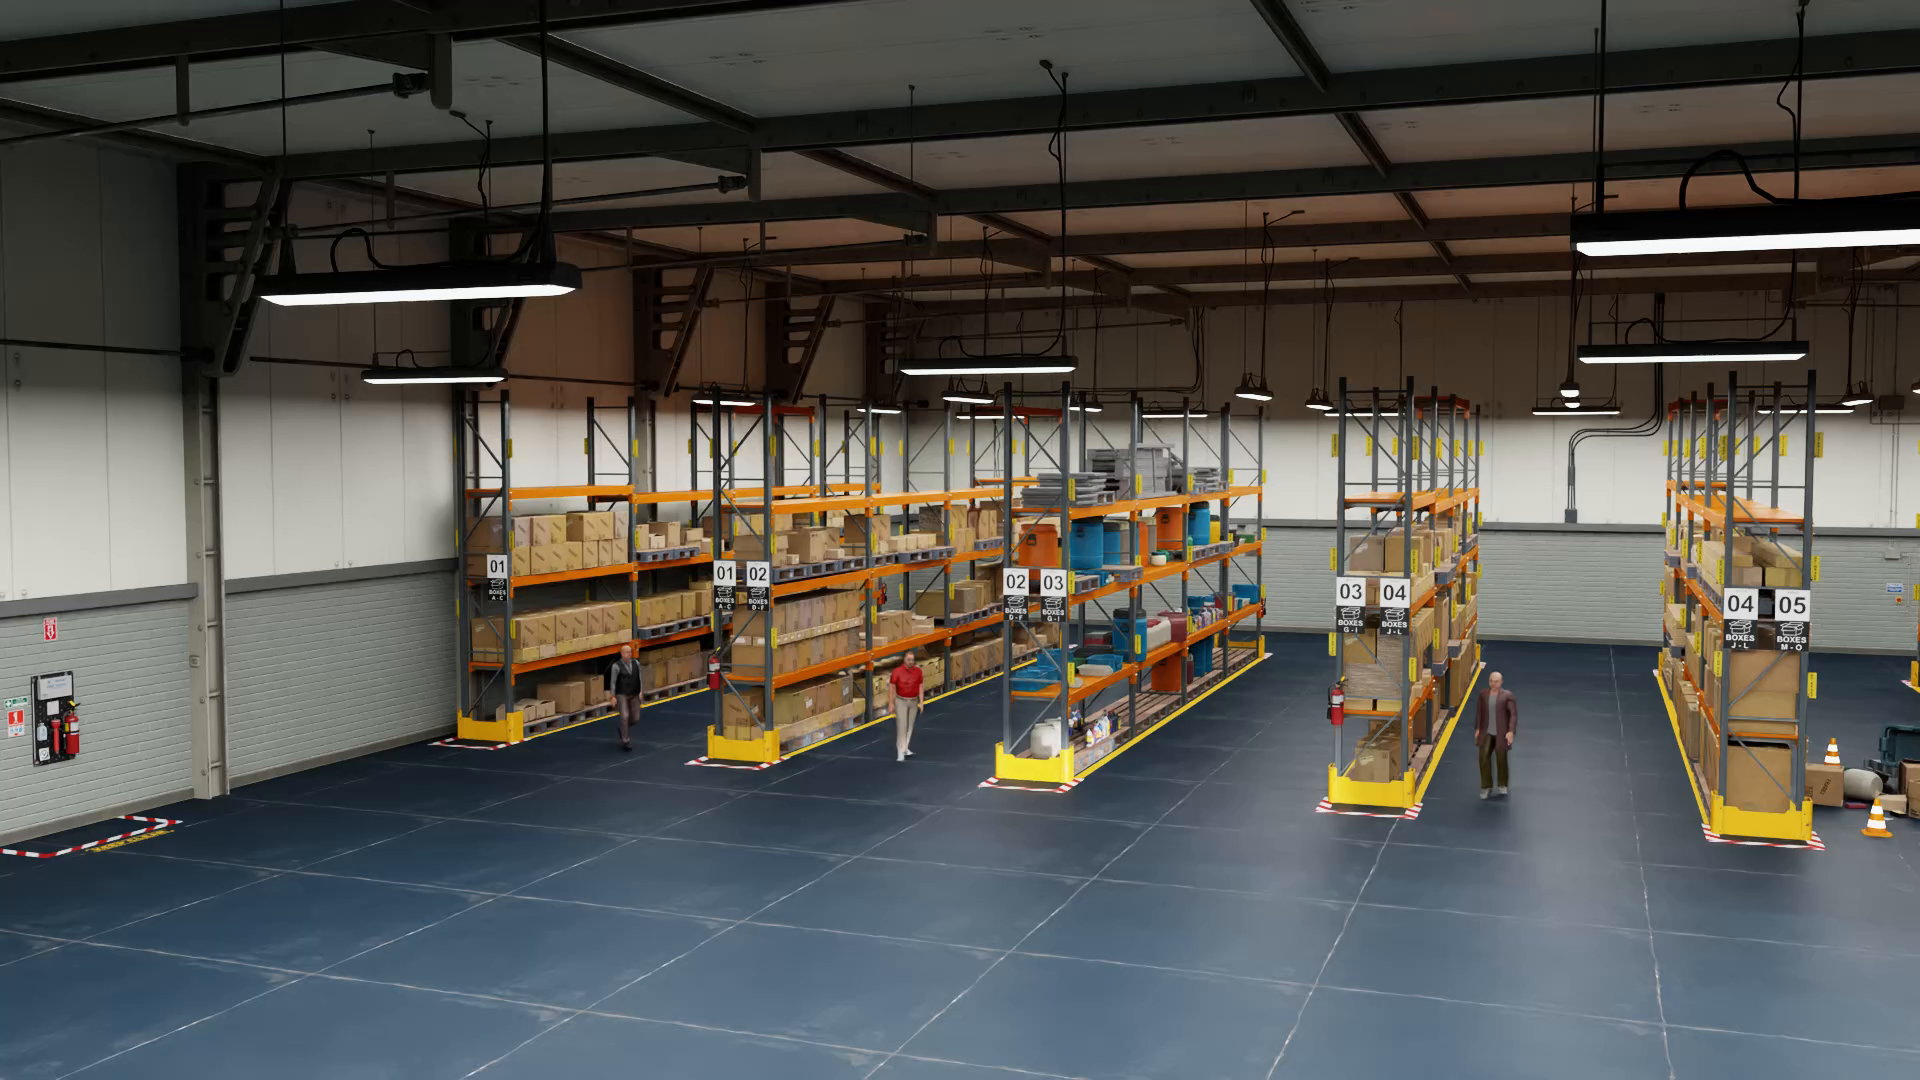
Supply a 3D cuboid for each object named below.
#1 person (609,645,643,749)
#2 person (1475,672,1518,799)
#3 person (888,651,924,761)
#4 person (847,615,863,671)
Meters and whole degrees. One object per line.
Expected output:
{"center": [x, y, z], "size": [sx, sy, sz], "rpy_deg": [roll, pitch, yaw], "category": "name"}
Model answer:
{"center": [-5.584, 2.606, 27.849], "size": [0.585, 1.701, 0.800], "rpy_deg": [-2, 4, -36], "category": "person"}
{"center": [7.710, 2.867, 23.966], "size": [0.651, 1.714, 0.659], "rpy_deg": [2, 4, 36], "category": "person"}
{"center": [-0.875, 2.700, 26.921], "size": [0.560, 1.814, 0.600], "rpy_deg": [-2, 4, -29], "category": "person"}
{"center": [-2.299, 2.189, 36.302], "size": [0.534, 1.657, 0.603], "rpy_deg": [1, 3, 18], "category": "person"}
